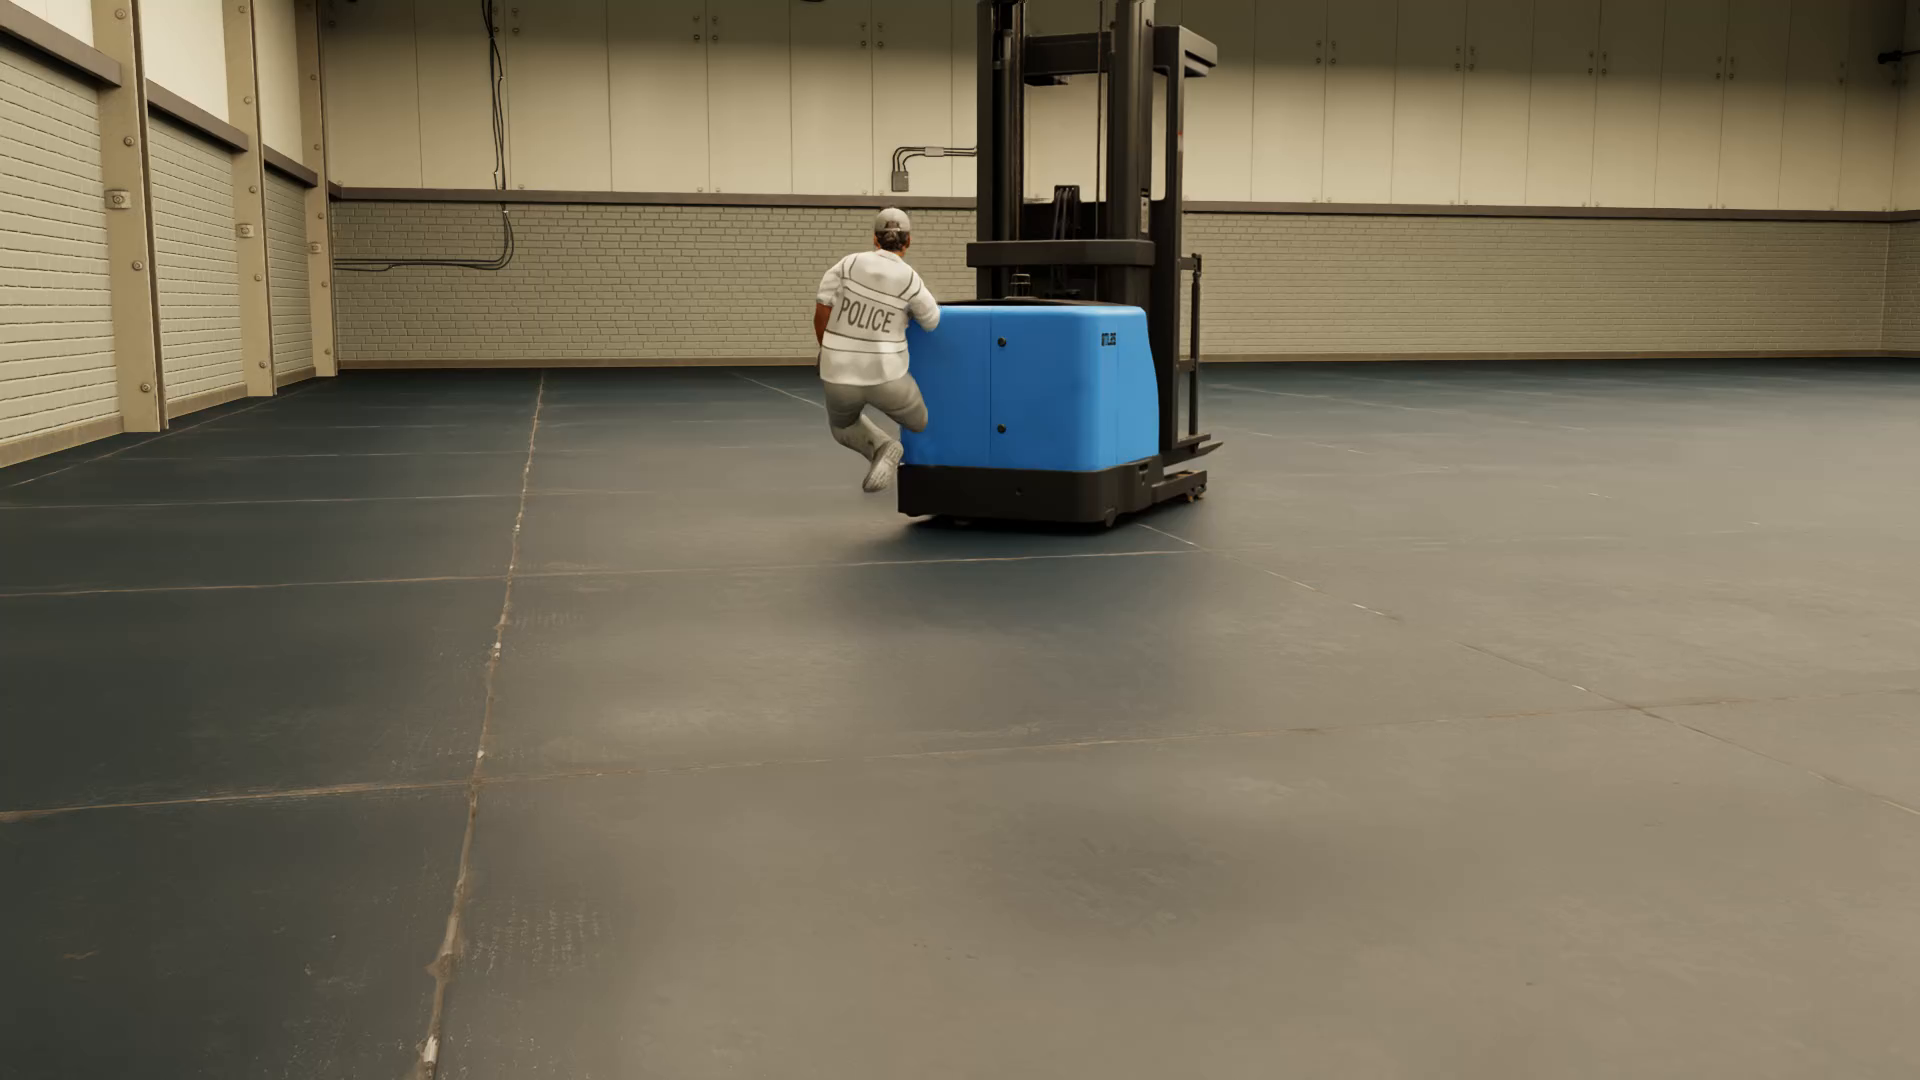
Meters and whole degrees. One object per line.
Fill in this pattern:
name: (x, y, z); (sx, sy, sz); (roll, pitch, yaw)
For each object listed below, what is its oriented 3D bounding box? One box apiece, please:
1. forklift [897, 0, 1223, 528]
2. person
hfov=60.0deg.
forklift: (0.747, -1.677, 9.113); (1.130, 2.935, 3.031); (3, 9, 23)
person: (-0.300, -0.828, 8.087); (0.749, 1.532, 0.666); (1, 8, 6)
